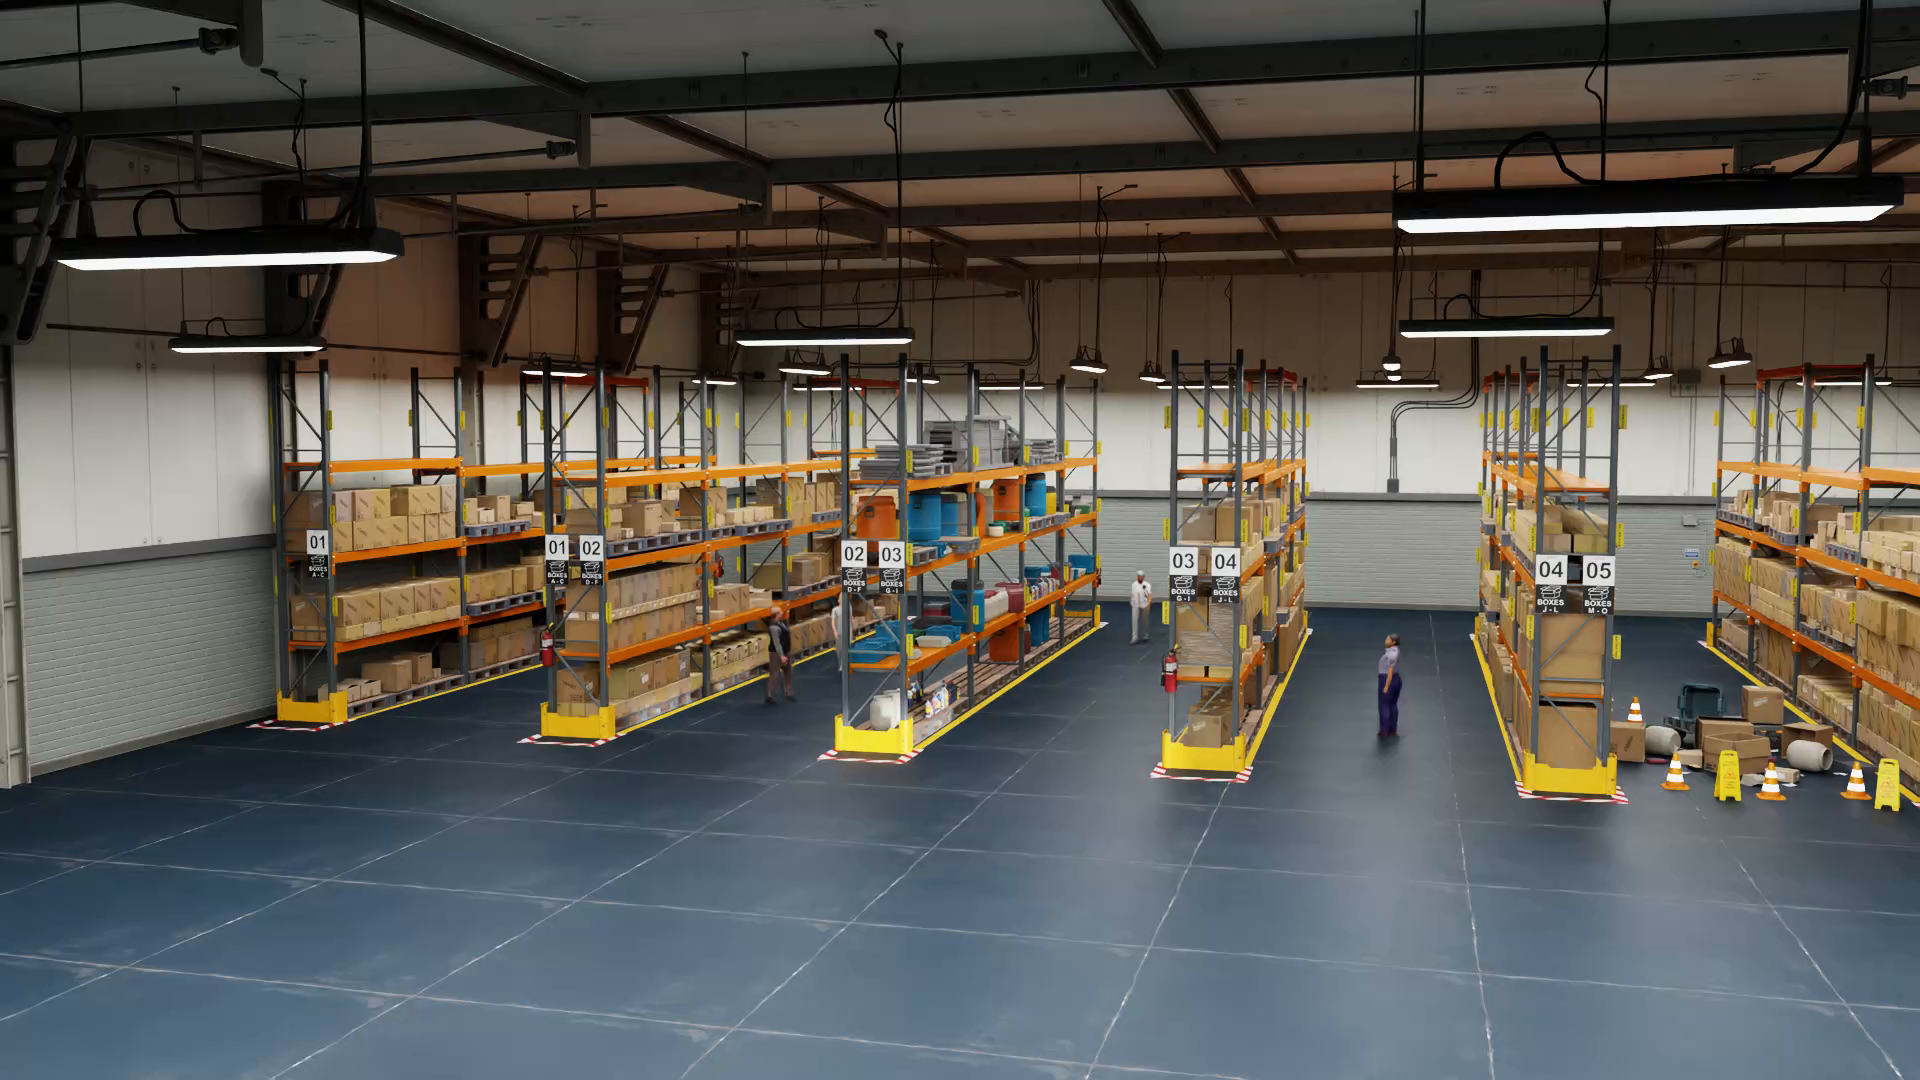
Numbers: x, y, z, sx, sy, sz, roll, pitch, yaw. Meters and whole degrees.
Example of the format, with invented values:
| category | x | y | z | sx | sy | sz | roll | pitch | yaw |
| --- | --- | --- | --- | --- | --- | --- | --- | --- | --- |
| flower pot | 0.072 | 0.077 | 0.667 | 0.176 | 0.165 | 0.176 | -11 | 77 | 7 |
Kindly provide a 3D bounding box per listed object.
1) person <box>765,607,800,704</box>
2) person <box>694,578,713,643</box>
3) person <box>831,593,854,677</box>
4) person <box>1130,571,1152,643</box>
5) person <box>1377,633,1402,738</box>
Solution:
| category | x | y | z | sx | sy | sz | roll | pitch | yaw |
| --- | --- | --- | --- | --- | --- | --- | --- | --- | --- |
| person | -3.164 | 2.037 | 29.342 | 0.488 | 1.756 | 0.644 | 1 | 4 | 18 |
| person | -5.681 | 1.620 | 36.375 | 0.551 | 1.590 | 0.648 | 2 | 4 | 21 |
| person | -2.302 | 1.840 | 32.424 | 0.415 | 1.612 | 1.014 | 0 | 4 | 6 |
| person | 4.075 | 1.499 | 37.431 | 0.499 | 1.615 | 0.981 | 1 | 4 | 13 |
| person | 6.779 | 2.298 | 26.346 | 0.406 | 1.642 | 0.488 | 3 | 5 | 37 |
